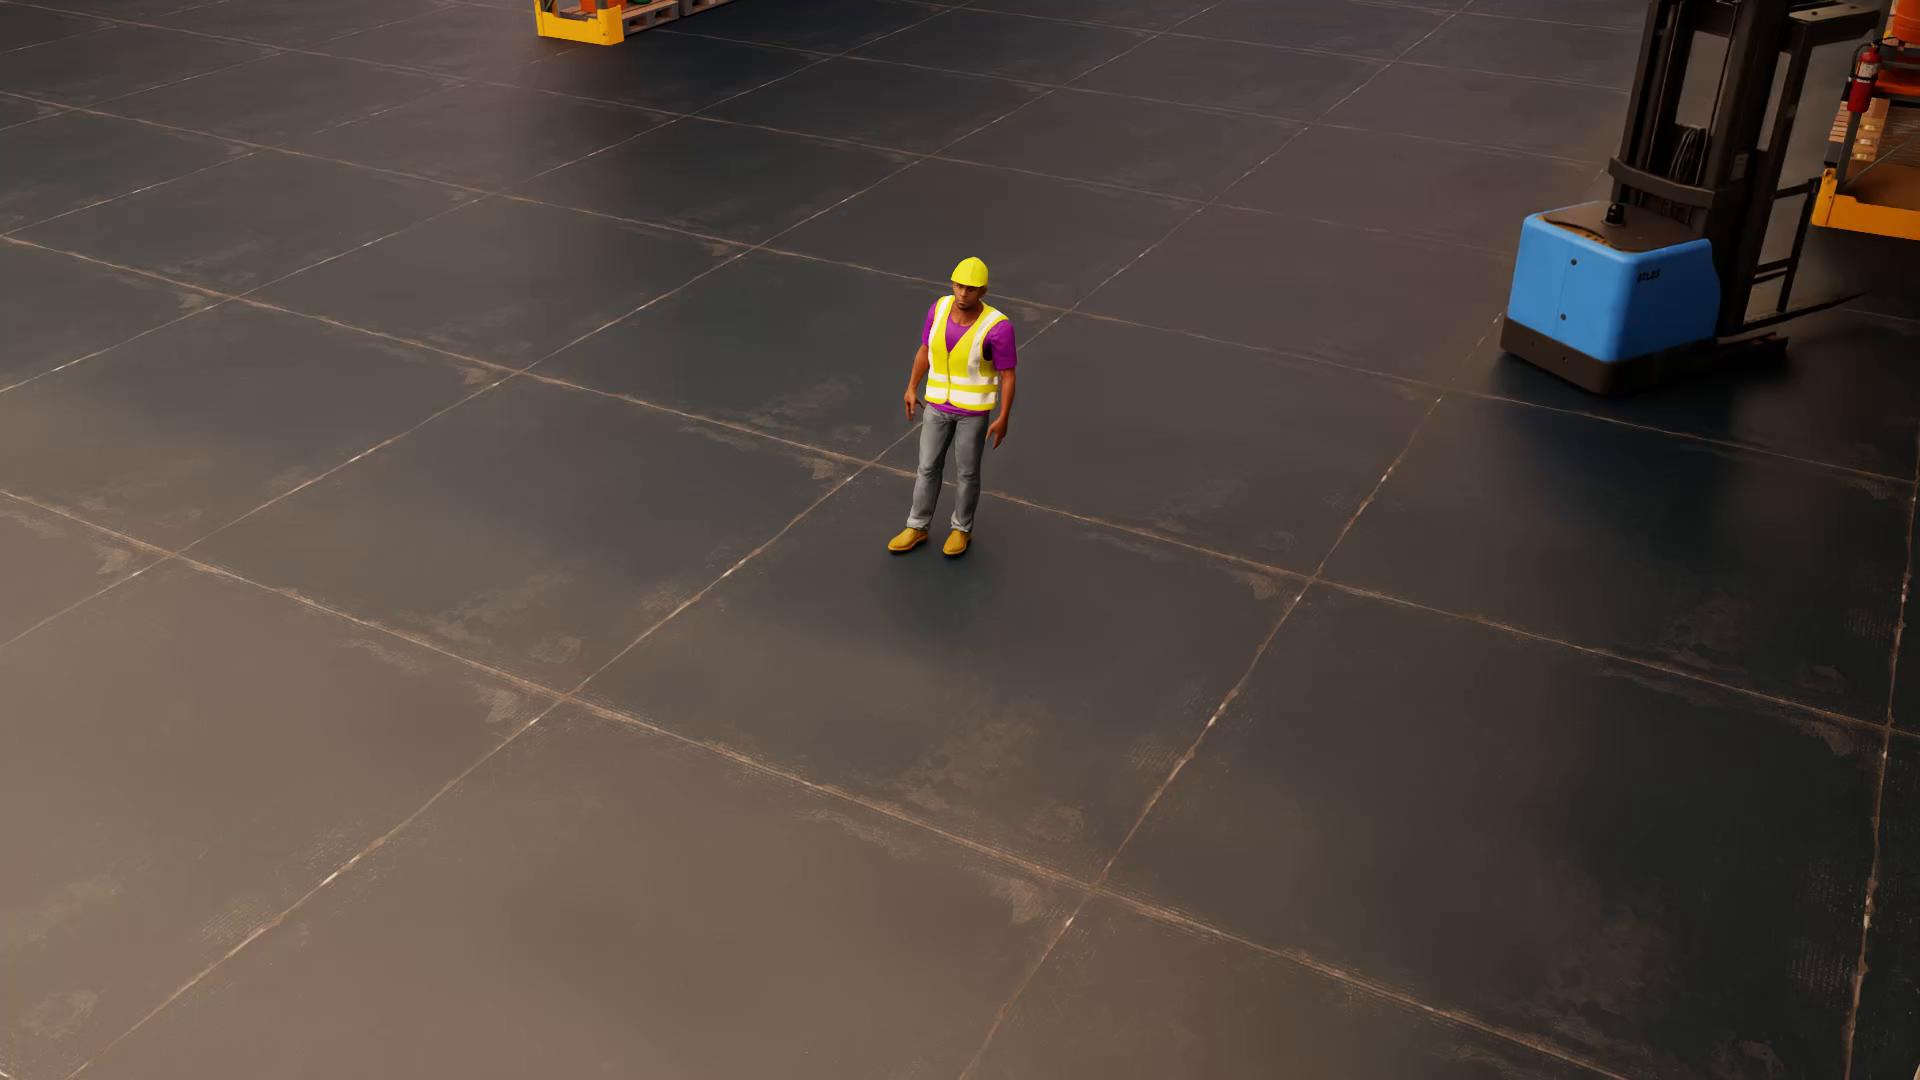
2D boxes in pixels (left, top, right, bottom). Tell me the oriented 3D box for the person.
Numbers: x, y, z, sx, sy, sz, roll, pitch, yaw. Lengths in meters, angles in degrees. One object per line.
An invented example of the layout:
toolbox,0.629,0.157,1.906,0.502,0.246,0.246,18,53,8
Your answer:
person,-0.039,-0.743,9.508,0.665,1.765,0.577,15,33,25

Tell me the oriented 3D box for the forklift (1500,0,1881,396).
forklift,5.555,-2.795,11.913,3.031,2.935,1.130,-15,33,-24
